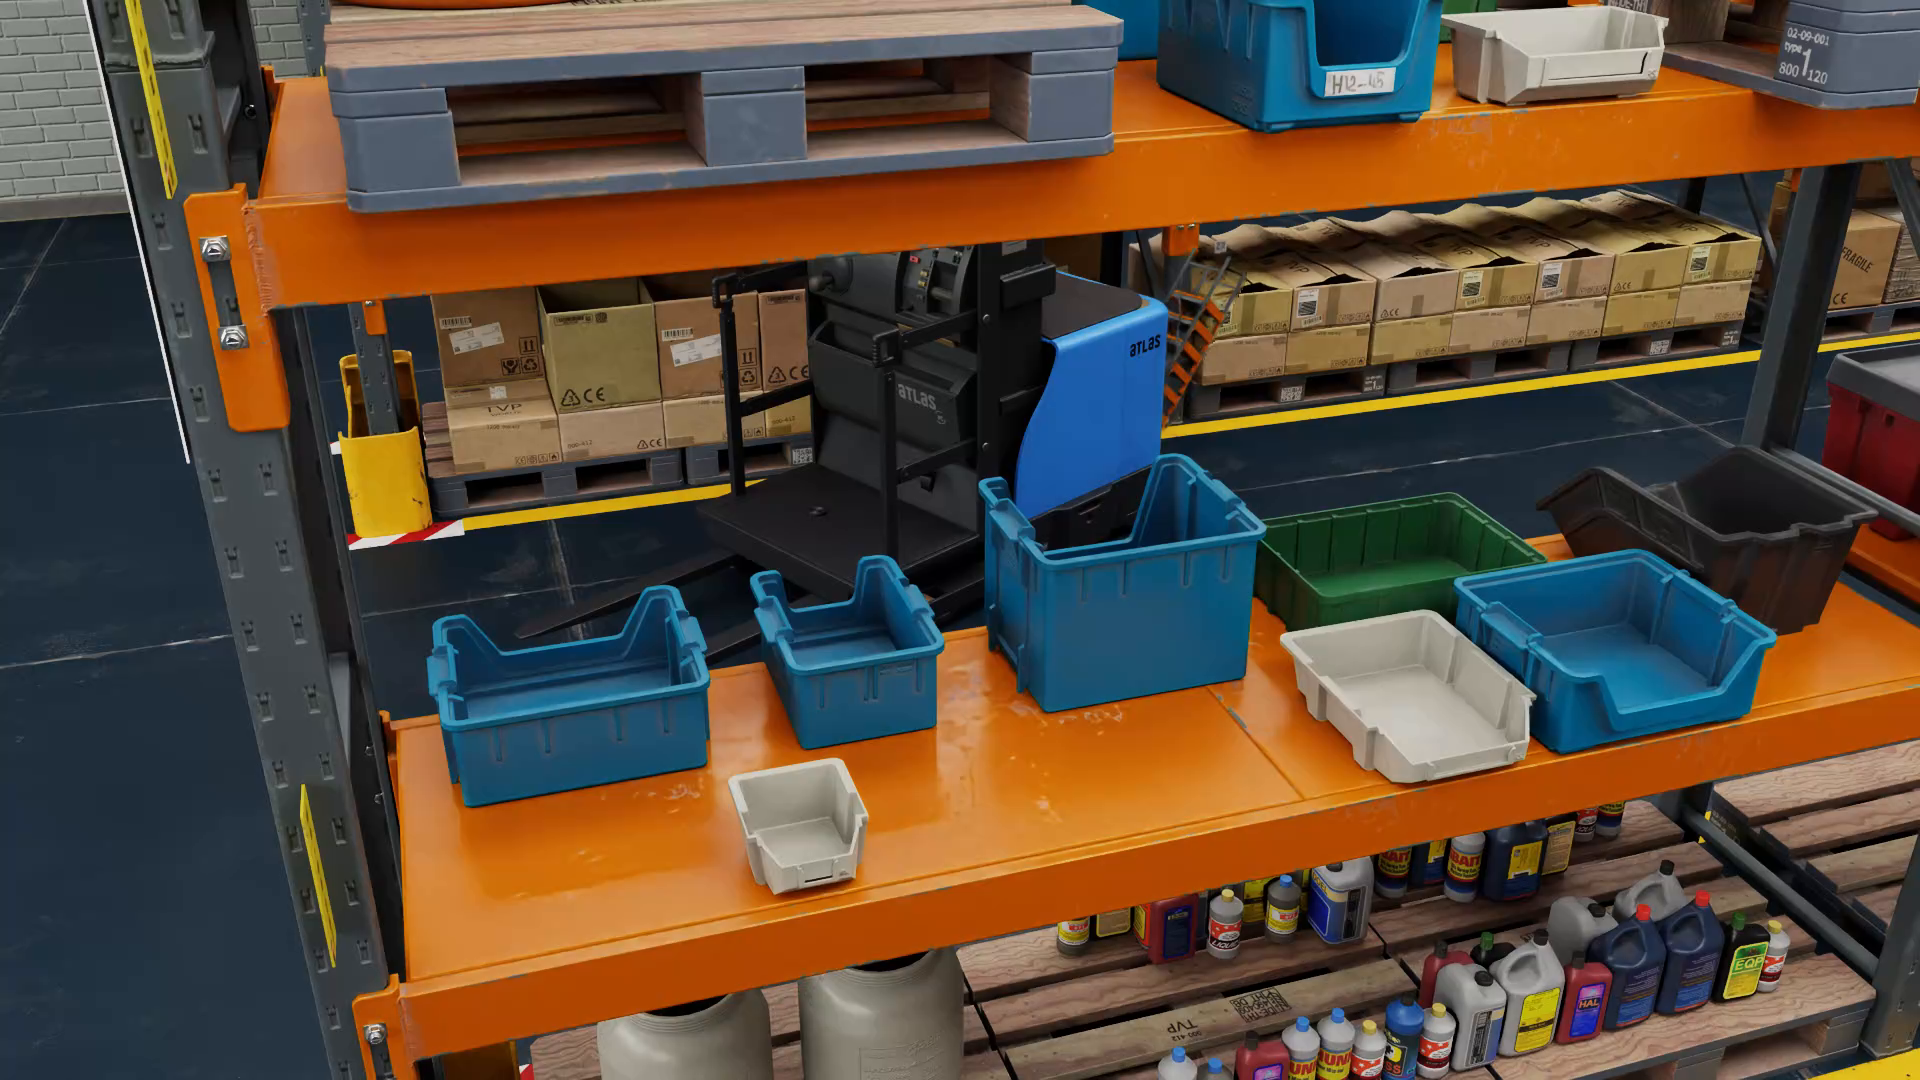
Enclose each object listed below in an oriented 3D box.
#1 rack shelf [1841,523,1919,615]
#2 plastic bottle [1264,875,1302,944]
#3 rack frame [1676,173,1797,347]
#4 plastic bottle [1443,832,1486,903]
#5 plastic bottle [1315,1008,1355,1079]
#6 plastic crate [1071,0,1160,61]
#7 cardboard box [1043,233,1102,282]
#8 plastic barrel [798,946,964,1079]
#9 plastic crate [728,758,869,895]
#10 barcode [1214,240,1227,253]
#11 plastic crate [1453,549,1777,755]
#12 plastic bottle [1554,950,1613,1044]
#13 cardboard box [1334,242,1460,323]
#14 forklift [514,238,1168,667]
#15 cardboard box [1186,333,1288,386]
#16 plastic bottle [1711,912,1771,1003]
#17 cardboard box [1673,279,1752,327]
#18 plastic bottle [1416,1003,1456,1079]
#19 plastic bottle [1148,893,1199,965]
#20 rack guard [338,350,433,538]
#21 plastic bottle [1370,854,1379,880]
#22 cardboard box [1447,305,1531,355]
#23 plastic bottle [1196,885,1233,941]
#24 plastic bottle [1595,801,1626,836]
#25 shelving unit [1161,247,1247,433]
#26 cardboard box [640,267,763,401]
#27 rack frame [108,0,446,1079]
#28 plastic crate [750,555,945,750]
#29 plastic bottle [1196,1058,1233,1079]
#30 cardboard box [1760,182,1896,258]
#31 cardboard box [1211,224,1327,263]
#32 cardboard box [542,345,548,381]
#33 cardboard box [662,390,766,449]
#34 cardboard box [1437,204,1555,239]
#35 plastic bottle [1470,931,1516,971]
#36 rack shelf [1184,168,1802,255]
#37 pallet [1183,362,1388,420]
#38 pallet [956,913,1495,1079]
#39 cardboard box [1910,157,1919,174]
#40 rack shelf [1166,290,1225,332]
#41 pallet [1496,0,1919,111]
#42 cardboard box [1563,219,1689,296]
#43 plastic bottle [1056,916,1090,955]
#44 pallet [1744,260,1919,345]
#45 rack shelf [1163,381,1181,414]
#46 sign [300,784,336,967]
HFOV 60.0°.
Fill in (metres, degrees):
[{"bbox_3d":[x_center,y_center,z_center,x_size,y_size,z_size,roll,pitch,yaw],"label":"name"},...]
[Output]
[{"bbox_3d":[4.425,-0.028,5.243,4.000,0.370,1.077,-8,28,-16],"label":"rack shelf"},{"bbox_3d":[0.946,1.072,4.869,0.097,0.201,0.097,0,26,0],"label":"plastic bottle"},{"bbox_3d":[4.797,-2.721,9.857,0.127,3.000,1.000,-8,28,-16],"label":"rack frame"},{"bbox_3d":[1.527,0.957,5.023,0.097,0.271,0.097,0,26,0],"label":"plastic bottle"},{"bbox_3d":[0.962,1.322,4.288,0.097,0.271,0.097,0,26,0],"label":"plastic bottle"},{"bbox_3d":[0.440,-1.251,3.540,0.575,0.384,0.392,-8,28,-16],"label":"plastic crate"},{"bbox_3d":[0.456,-1.531,9.237,0.500,0.500,0.500,-8,28,-16],"label":"cardboard box"},{"bbox_3d":[-0.201,1.210,4.265,0.421,0.512,0.421,0,26,0],"label":"plastic barrel"},{"bbox_3d":[-0.329,0.607,3.451,0.250,0.136,0.298,-8,28,-16],"label":"plastic crate"},{"bbox_3d":[1.365,-1.537,8.708,0.075,0.075,0.001,-8,28,-16],"label":"barcode"},{"bbox_3d":[1.556,0.259,4.023,0.616,0.251,0.499,-8,28,-16],"label":"plastic crate"},{"bbox_3d":[1.676,1.221,4.476,0.133,0.283,0.061,-6,27,-13],"label":"plastic bottle"},{"bbox_3d":[2.433,-1.468,9.322,0.500,0.311,0.500,-9,28,-18],"label":"cardboard box"},{"bbox_3d":[-0.442,-1.118,6.705,3.031,2.935,1.130,-24,35,-39],"label":"forklift"},{"bbox_3d":[1.454,-1.077,9.167,0.500,0.250,0.500,-9,28,-17],"label":"cardboard box"},{"bbox_3d":[2.169,1.150,4.620,0.133,0.283,0.061,-7,27,-14],"label":"plastic bottle"},{"bbox_3d":[4.372,-1.502,10.022,0.500,0.250,0.500,-8,27,-15],"label":"cardboard box"},{"bbox_3d":[1.252,1.311,4.388,0.097,0.201,0.097,0,26,0],"label":"plastic bottle"},{"bbox_3d":[0.613,1.079,4.764,0.133,0.283,0.061,-8,28,-16],"label":"plastic bottle"},{"bbox_3d":[-2.833,-0.496,8.187,0.348,0.500,1.175,-8,28,-16],"label":"rack guard"},{"bbox_3d":[1.278,0.911,5.101,0.133,0.283,0.061,-7,27,-14],"label":"plastic bottle"},{"bbox_3d":[2.916,-1.289,9.594,0.500,0.250,0.500,-8,27,-15],"label":"cardboard box"},{"bbox_3d":[0.711,1.018,4.894,0.135,0.276,0.152,-9,28,-18],"label":"plastic bottle"},{"bbox_3d":[2.085,0.808,5.322,0.097,0.271,0.097,0,26,0],"label":"plastic bottle"},{"bbox_3d":[1.033,-0.891,8.393,0.258,1.200,0.189,25,-7,40],"label":"shelving unit"},{"bbox_3d":[-1.285,-1.035,8.239,0.500,0.500,0.500,-8,28,-16],"label":"cardboard box"},{"bbox_3d":[-1.280,0.476,3.419,0.127,3.000,1.000,-8,28,-16],"label":"rack frame"},{"bbox_3d":[-0.277,0.260,4.021,0.408,0.251,0.499,-8,28,-16],"label":"plastic crate"},{"bbox_3d":[0.639,1.400,4.209,0.097,0.201,0.097,0,26,0],"label":"plastic bottle"},{"bbox_3d":[5.613,-2.026,10.775,0.500,0.500,0.500,-7,27,-14],"label":"cardboard box"},{"bbox_3d":[1.782,-1.629,9.647,0.500,0.311,0.500,-7,27,-15],"label":"cardboard box"},{"bbox_3d":[-1.920,-0.848,8.706,0.500,0.250,0.500,-8,28,-16],"label":"cardboard box"},{"bbox_3d":[-1.281,-0.695,8.396,0.500,0.250,0.500,-8,28,-16],"label":"cardboard box"},{"bbox_3d":[3.225,-1.835,10.063,0.500,0.311,0.500,-9,28,-17],"label":"cardboard box"},{"bbox_3d":[1.455,1.186,4.548,0.133,0.283,0.061,-8,28,-16],"label":"plastic bottle"},{"bbox_3d":[2.895,-2.123,9.462,4.000,0.370,1.077,-8,28,-16],"label":"rack shelf"},{"bbox_3d":[1.682,-1.039,9.605,1.213,0.211,1.003,-8,28,-16],"label":"pallet"},{"bbox_3d":[0.710,1.418,4.656,1.213,0.211,1.003,-8,28,-16],"label":"pallet"},{"bbox_3d":[6.637,-2.514,10.914,0.500,0.250,0.500,-9,28,-17],"label":"cardboard box"},{"bbox_3d":[1.184,-1.167,8.420,0.258,0.103,0.180,25,-7,40],"label":"rack shelf"},{"bbox_3d":[1.868,-1.193,3.620,1.003,0.211,1.213,-8,28,-16],"label":"pallet"},{"bbox_3d":[3.883,-1.678,9.746,0.500,0.311,0.500,-9,28,-17],"label":"cardboard box"},{"bbox_3d":[0.331,1.094,4.826,0.097,0.201,0.097,0,26,0],"label":"plastic bottle"},{"bbox_3d":[5.518,-1.559,10.652,1.213,0.211,1.003,-8,28,-16],"label":"pallet"},{"bbox_3d":[0.954,-0.748,8.378,0.258,0.103,0.180,25,-7,40],"label":"rack shelf"},{"bbox_3d":[-1.113,0.585,2.887,0.005,0.325,0.100,-8,28,-16],"label":"sign"}]
